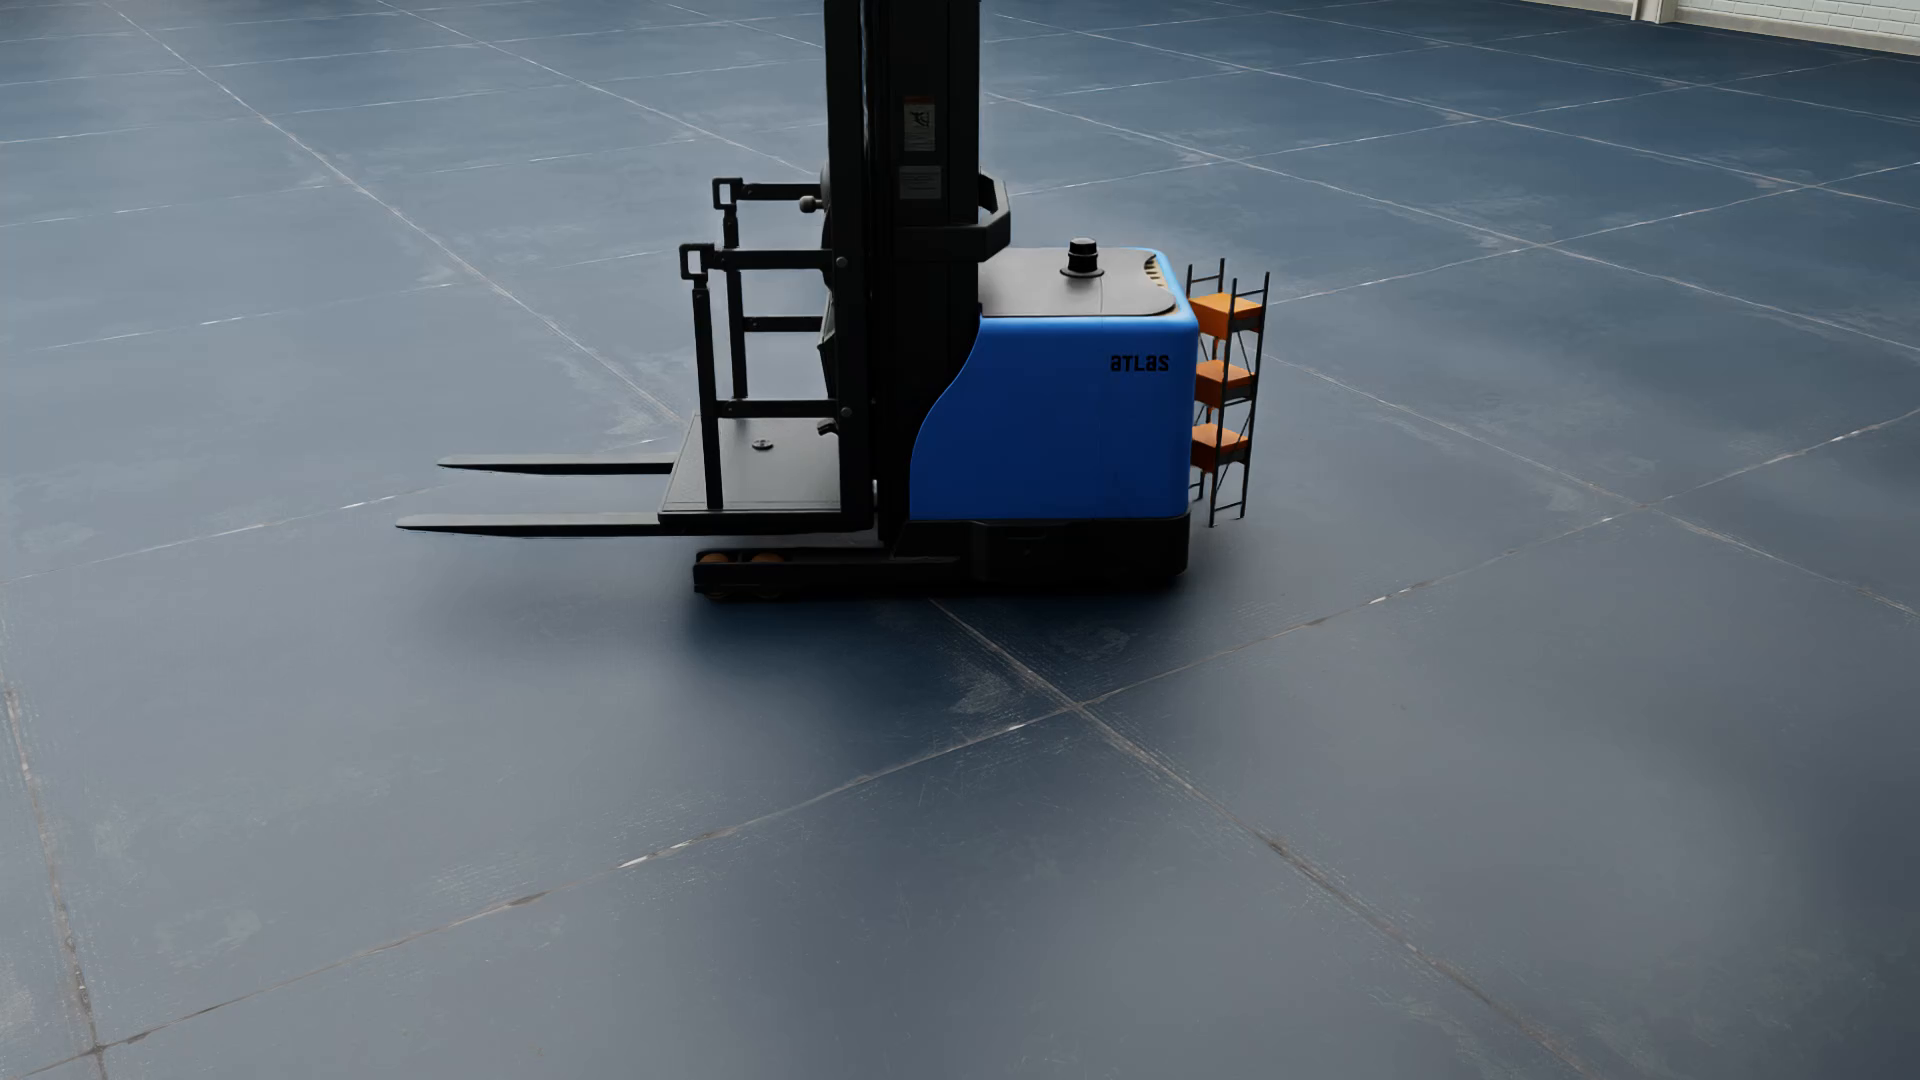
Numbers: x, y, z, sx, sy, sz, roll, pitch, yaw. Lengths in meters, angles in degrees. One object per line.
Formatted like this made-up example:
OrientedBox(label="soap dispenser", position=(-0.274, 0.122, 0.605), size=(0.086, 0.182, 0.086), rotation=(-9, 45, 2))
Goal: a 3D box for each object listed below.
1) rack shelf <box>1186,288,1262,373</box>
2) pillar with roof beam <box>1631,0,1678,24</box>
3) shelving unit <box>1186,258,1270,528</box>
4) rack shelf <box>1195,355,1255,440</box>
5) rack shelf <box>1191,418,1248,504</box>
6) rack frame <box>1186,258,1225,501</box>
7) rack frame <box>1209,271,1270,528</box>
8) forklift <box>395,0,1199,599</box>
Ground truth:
OrientedBox(label="rack shelf", position=(1.052, -0.842, 6.655), size=(0.215, 0.259, 0.240), rotation=(-16, 30, -34))
OrientedBox(label="pillar with roof beam", position=(4.704, -9.299, 15.908), size=(9.100, 9.000, 0.400), rotation=(-16, 29, -30))
OrientedBox(label="shelving unit", position=(1.045, -0.592, 6.766), size=(0.215, 1.050, 0.252), rotation=(-16, 30, -34))
OrientedBox(label="rack shelf", position=(1.045, -0.583, 6.771), size=(0.215, 0.259, 0.240), rotation=(-16, 30, -34))
OrientedBox(label="rack shelf", position=(1.037, -0.329, 6.884), size=(0.215, 0.259, 0.240), rotation=(-16, 30, -34))
OrientedBox(label="rack frame", position=(0.971, -0.634, 6.854), size=(0.200, 1.050, 0.008), rotation=(-16, 30, -34))
OrientedBox(label="rack frame", position=(1.119, -0.551, 6.679), size=(0.200, 1.050, 0.008), rotation=(-16, 30, -34))
OrientedBox(label="forklift", position=(-0.650, -1.333, 6.140), size=(3.031, 2.935, 1.130), rotation=(0, 25, -1))
